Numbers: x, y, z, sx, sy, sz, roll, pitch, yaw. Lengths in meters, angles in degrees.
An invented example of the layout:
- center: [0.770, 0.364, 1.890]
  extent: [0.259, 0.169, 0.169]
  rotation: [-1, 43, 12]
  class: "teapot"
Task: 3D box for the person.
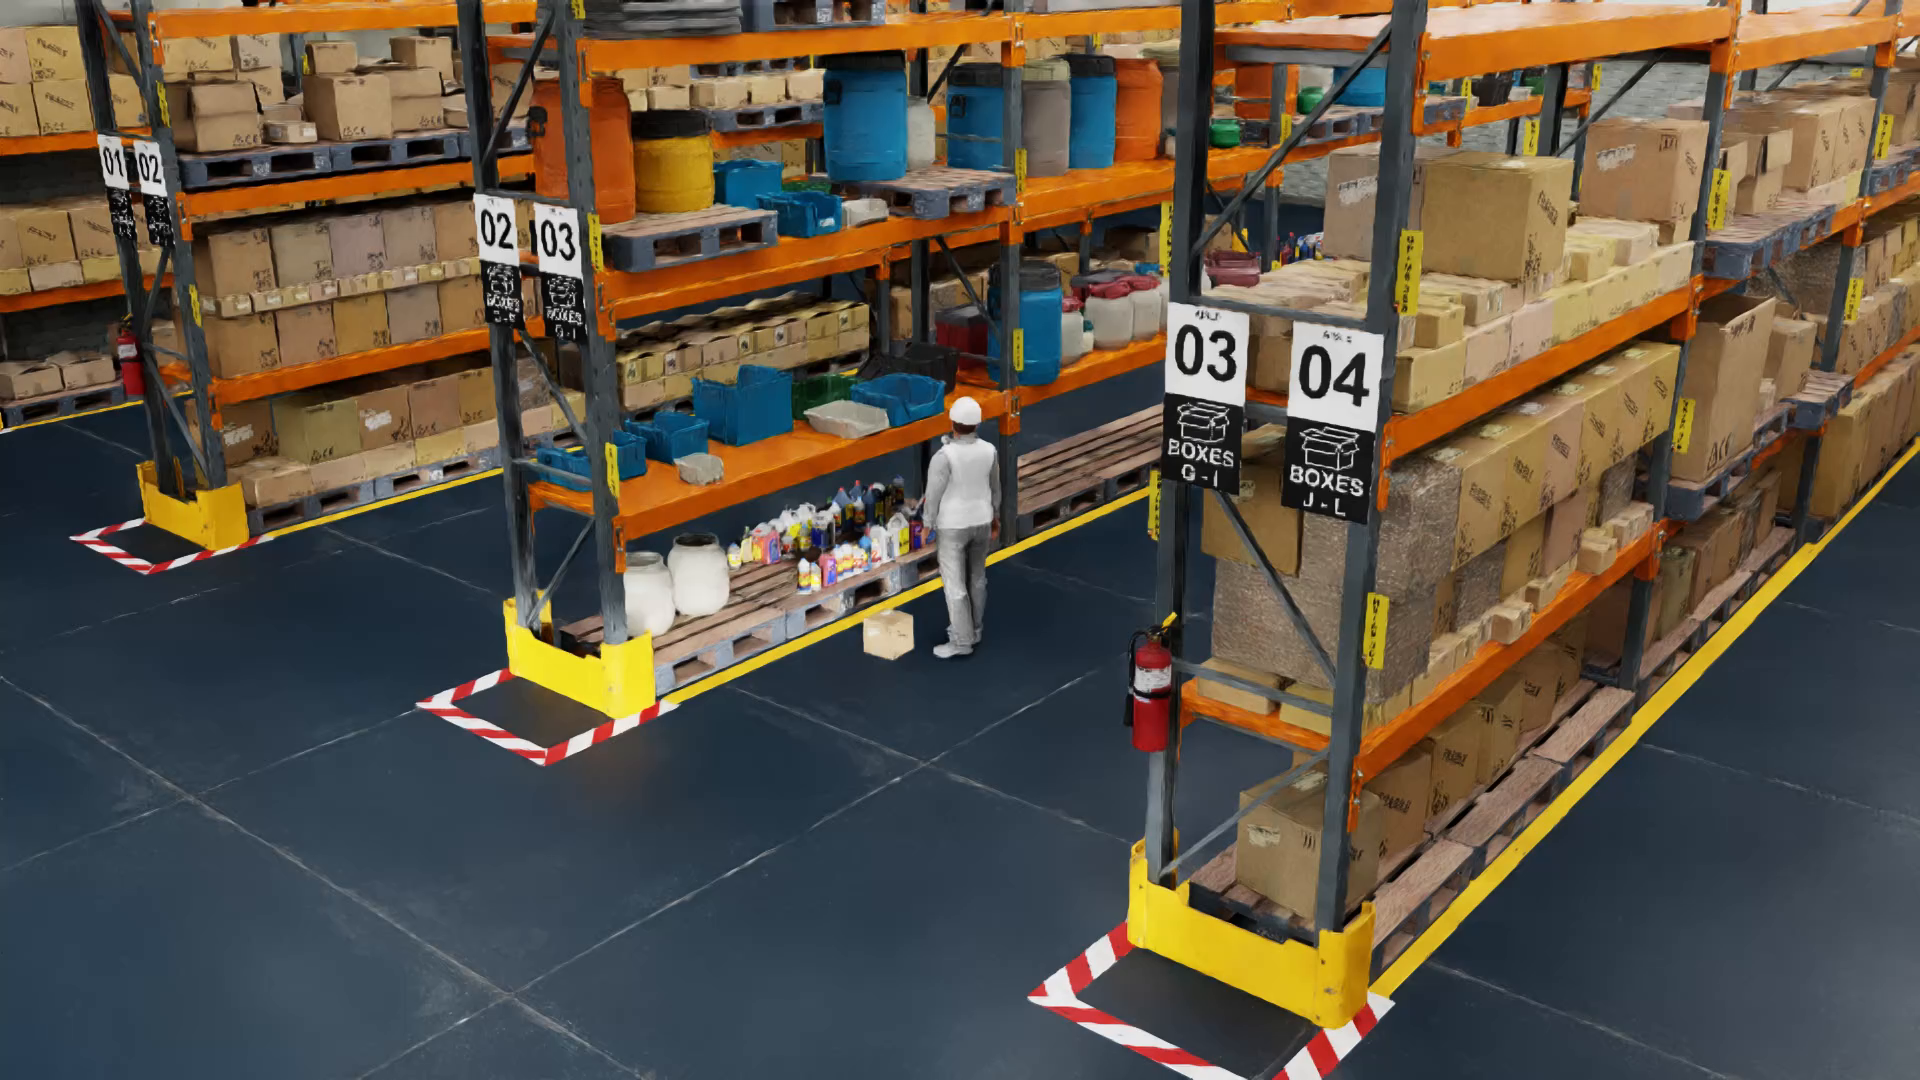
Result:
- center: [0.010, -0.099, 11.292]
  extent: [0.611, 1.800, 0.460]
  rotation: [-13, 24, -32]
  class: "person"
